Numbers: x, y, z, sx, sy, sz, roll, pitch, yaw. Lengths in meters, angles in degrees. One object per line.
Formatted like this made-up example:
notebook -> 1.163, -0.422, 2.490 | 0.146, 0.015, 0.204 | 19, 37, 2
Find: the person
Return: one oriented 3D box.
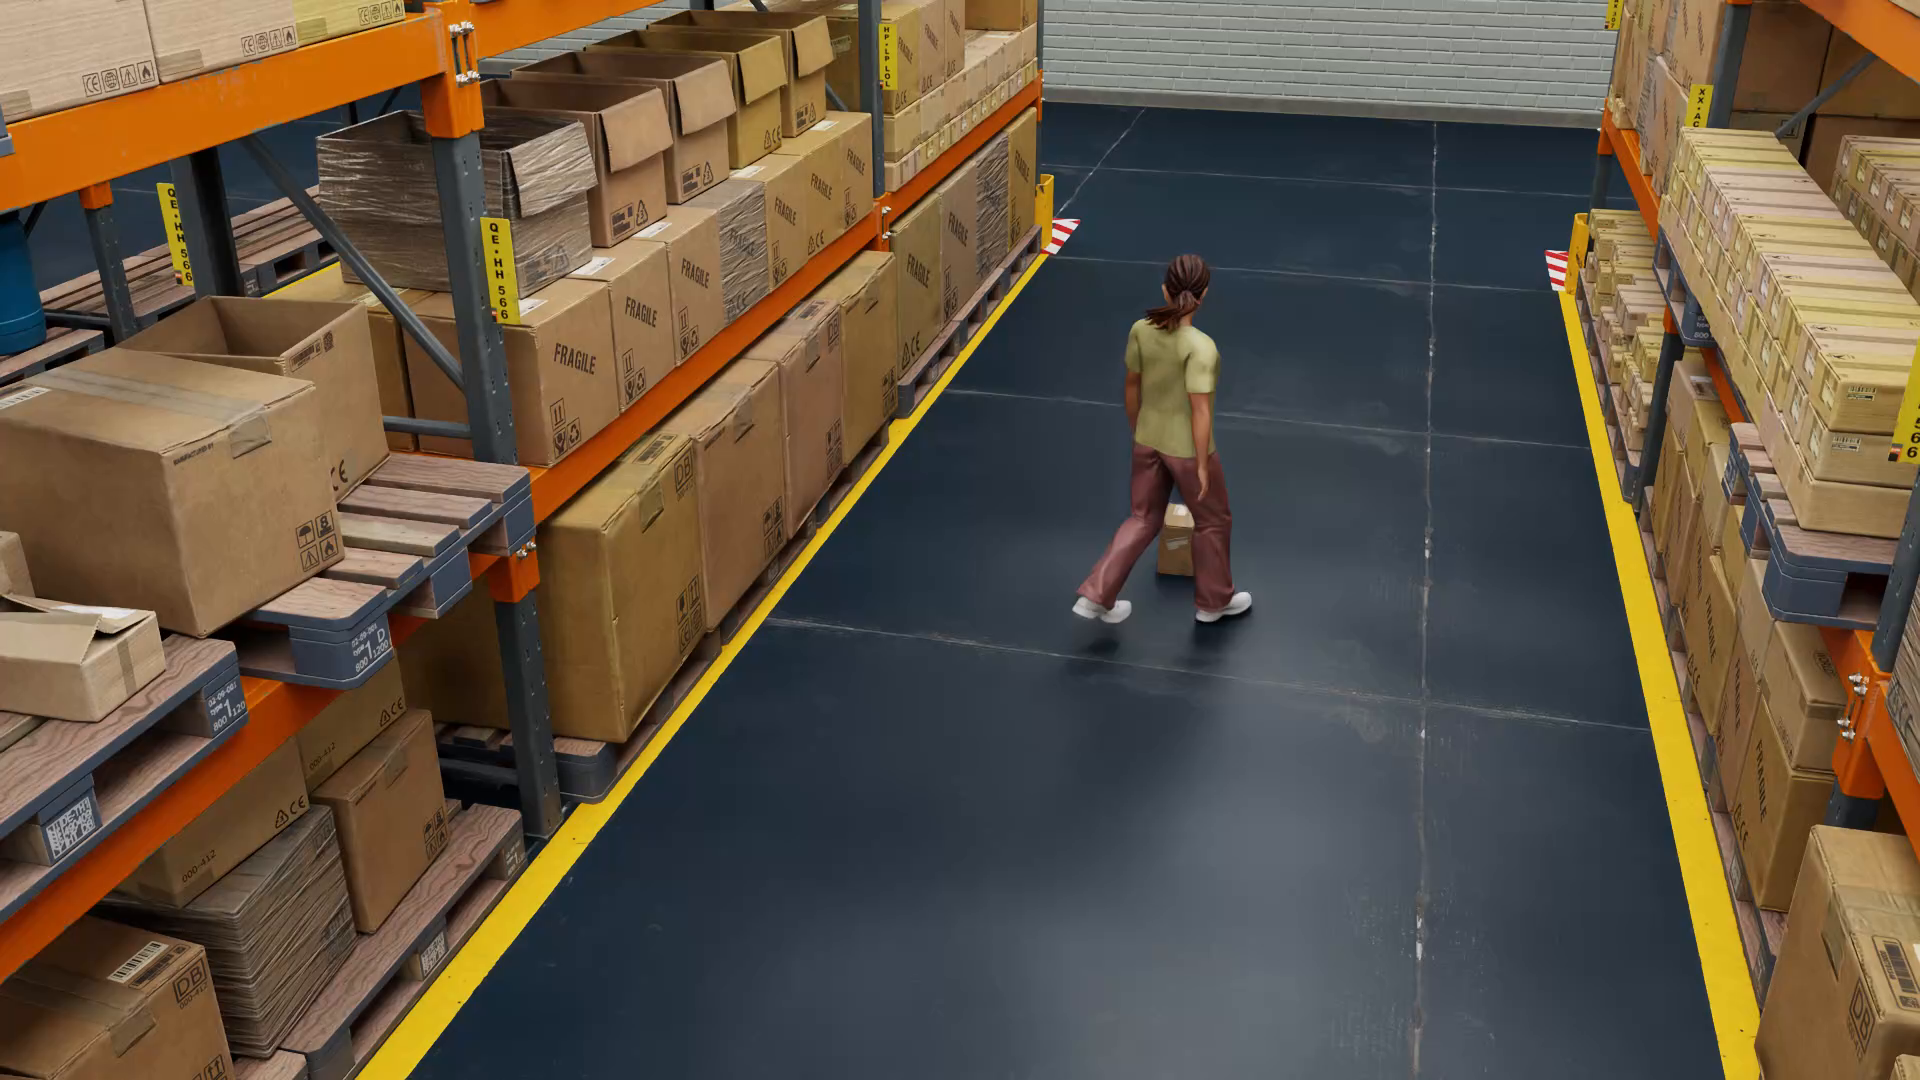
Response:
person -> 0.880, -0.380, 6.907 | 0.856, 1.650, 0.474 | -22, 33, -39
